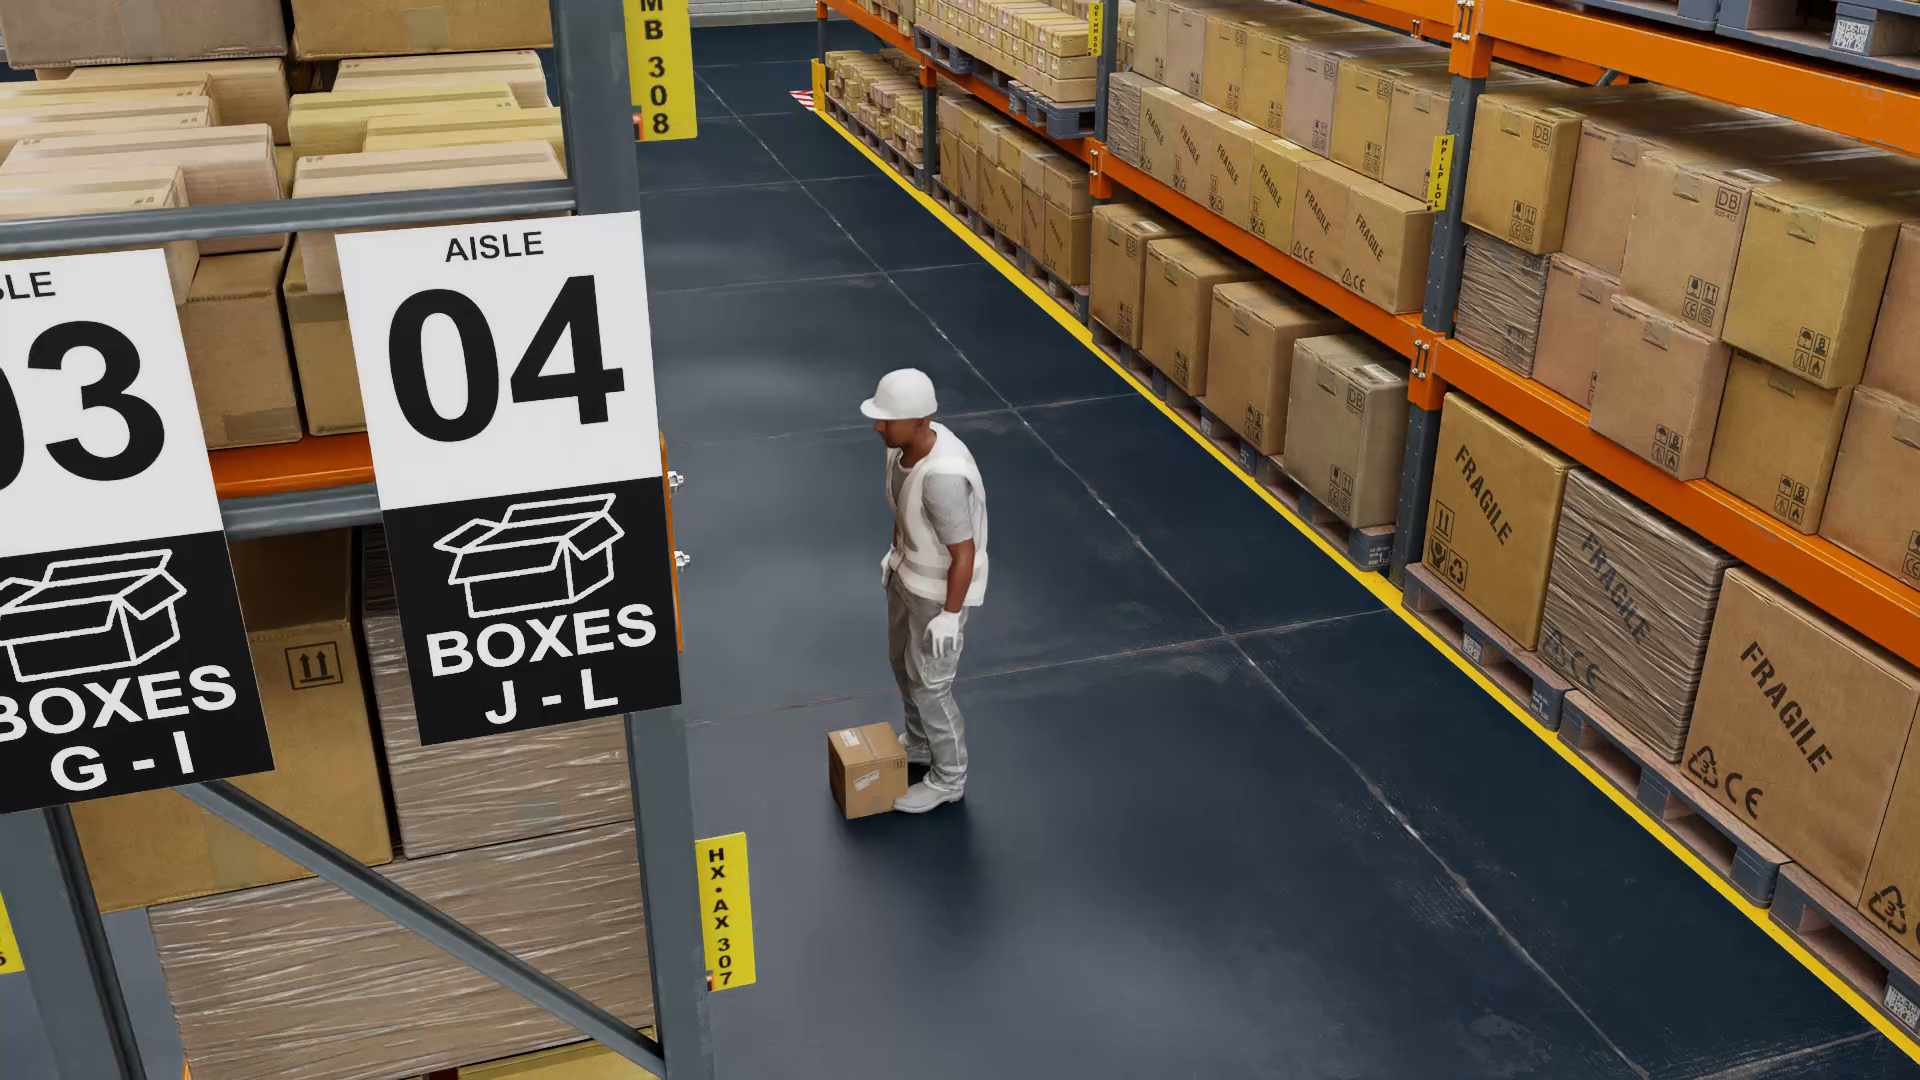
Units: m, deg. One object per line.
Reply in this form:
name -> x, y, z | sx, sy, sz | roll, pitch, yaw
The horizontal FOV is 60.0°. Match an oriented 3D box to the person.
person -> -0.142, 0.180, 6.235 | 0.452, 1.772, 0.616 | -9, 28, -19
